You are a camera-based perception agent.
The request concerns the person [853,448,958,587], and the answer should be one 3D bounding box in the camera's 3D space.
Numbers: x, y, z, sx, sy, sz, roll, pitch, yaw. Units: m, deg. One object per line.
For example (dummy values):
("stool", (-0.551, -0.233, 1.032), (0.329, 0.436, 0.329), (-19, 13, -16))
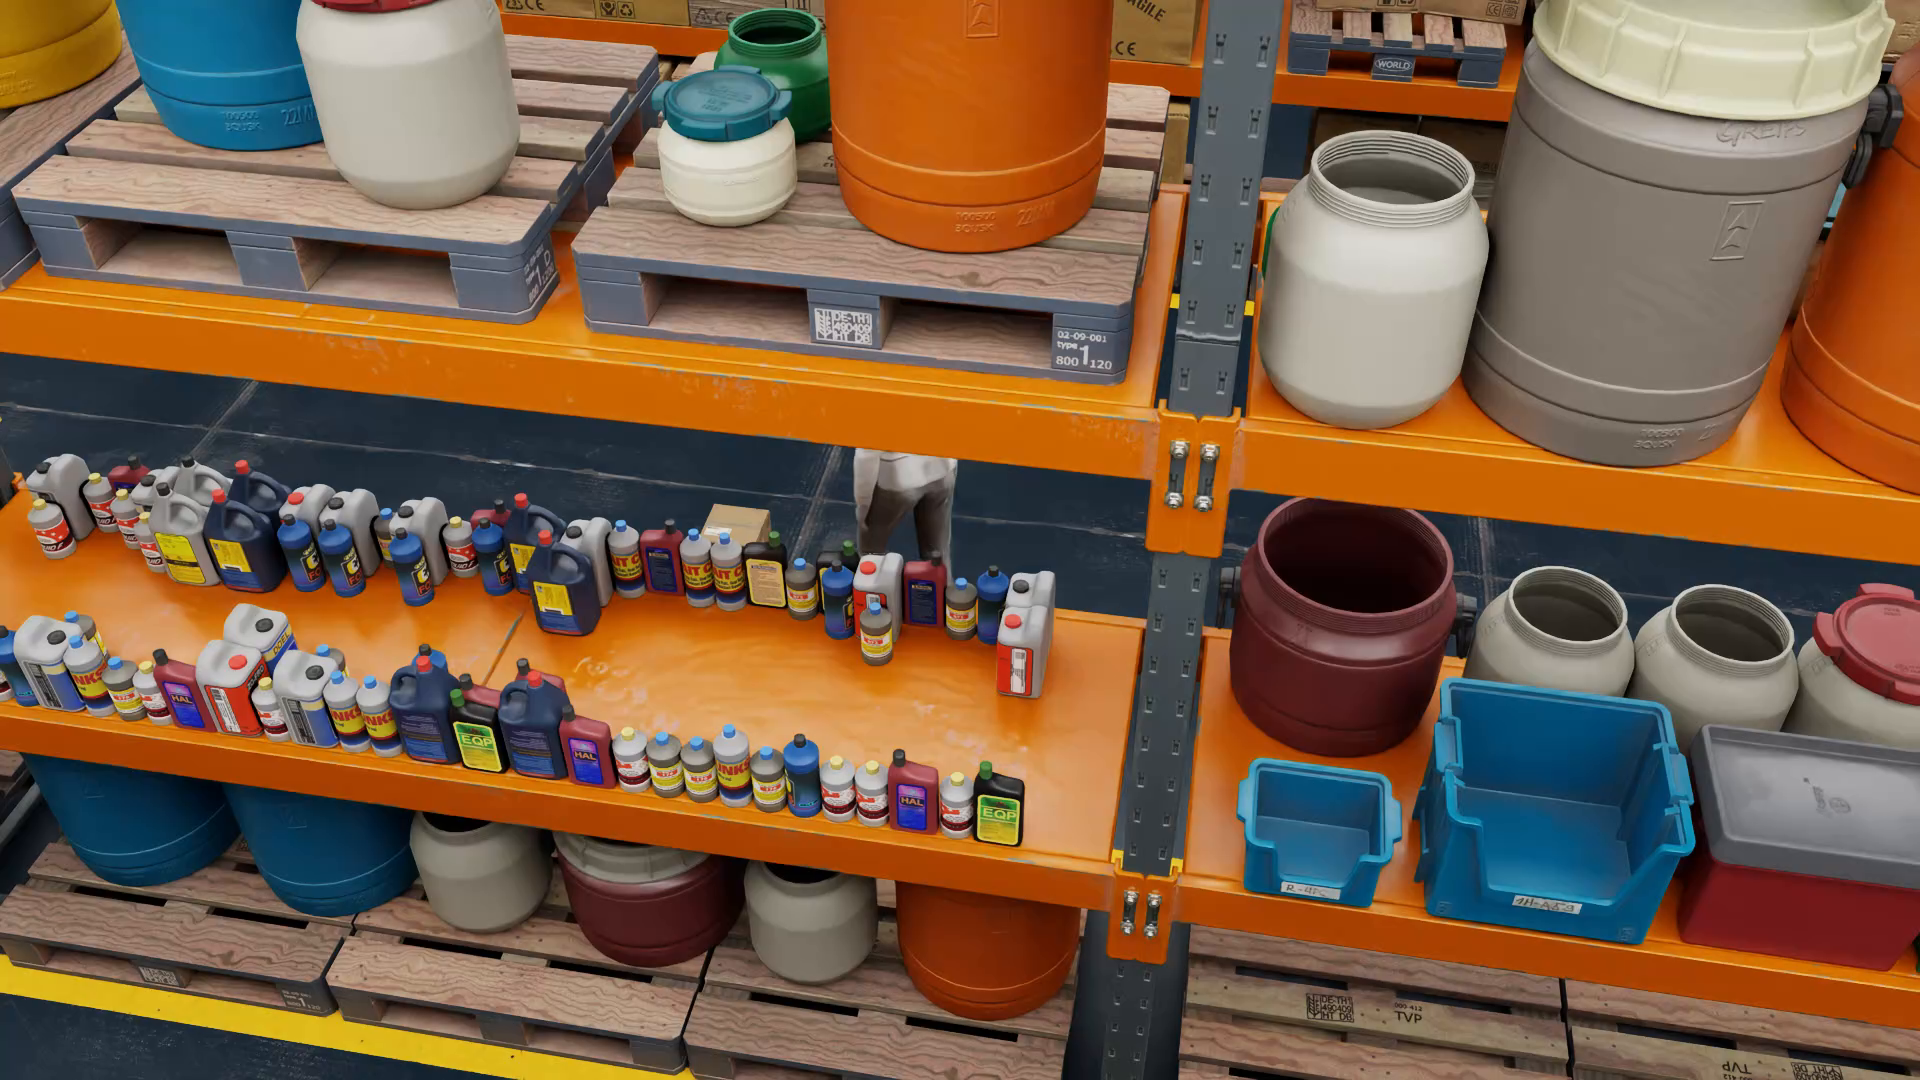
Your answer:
("person", (-0.234, -0.273, 6.448), (0.524, 1.681, 0.521), (-21, 45, -22))
